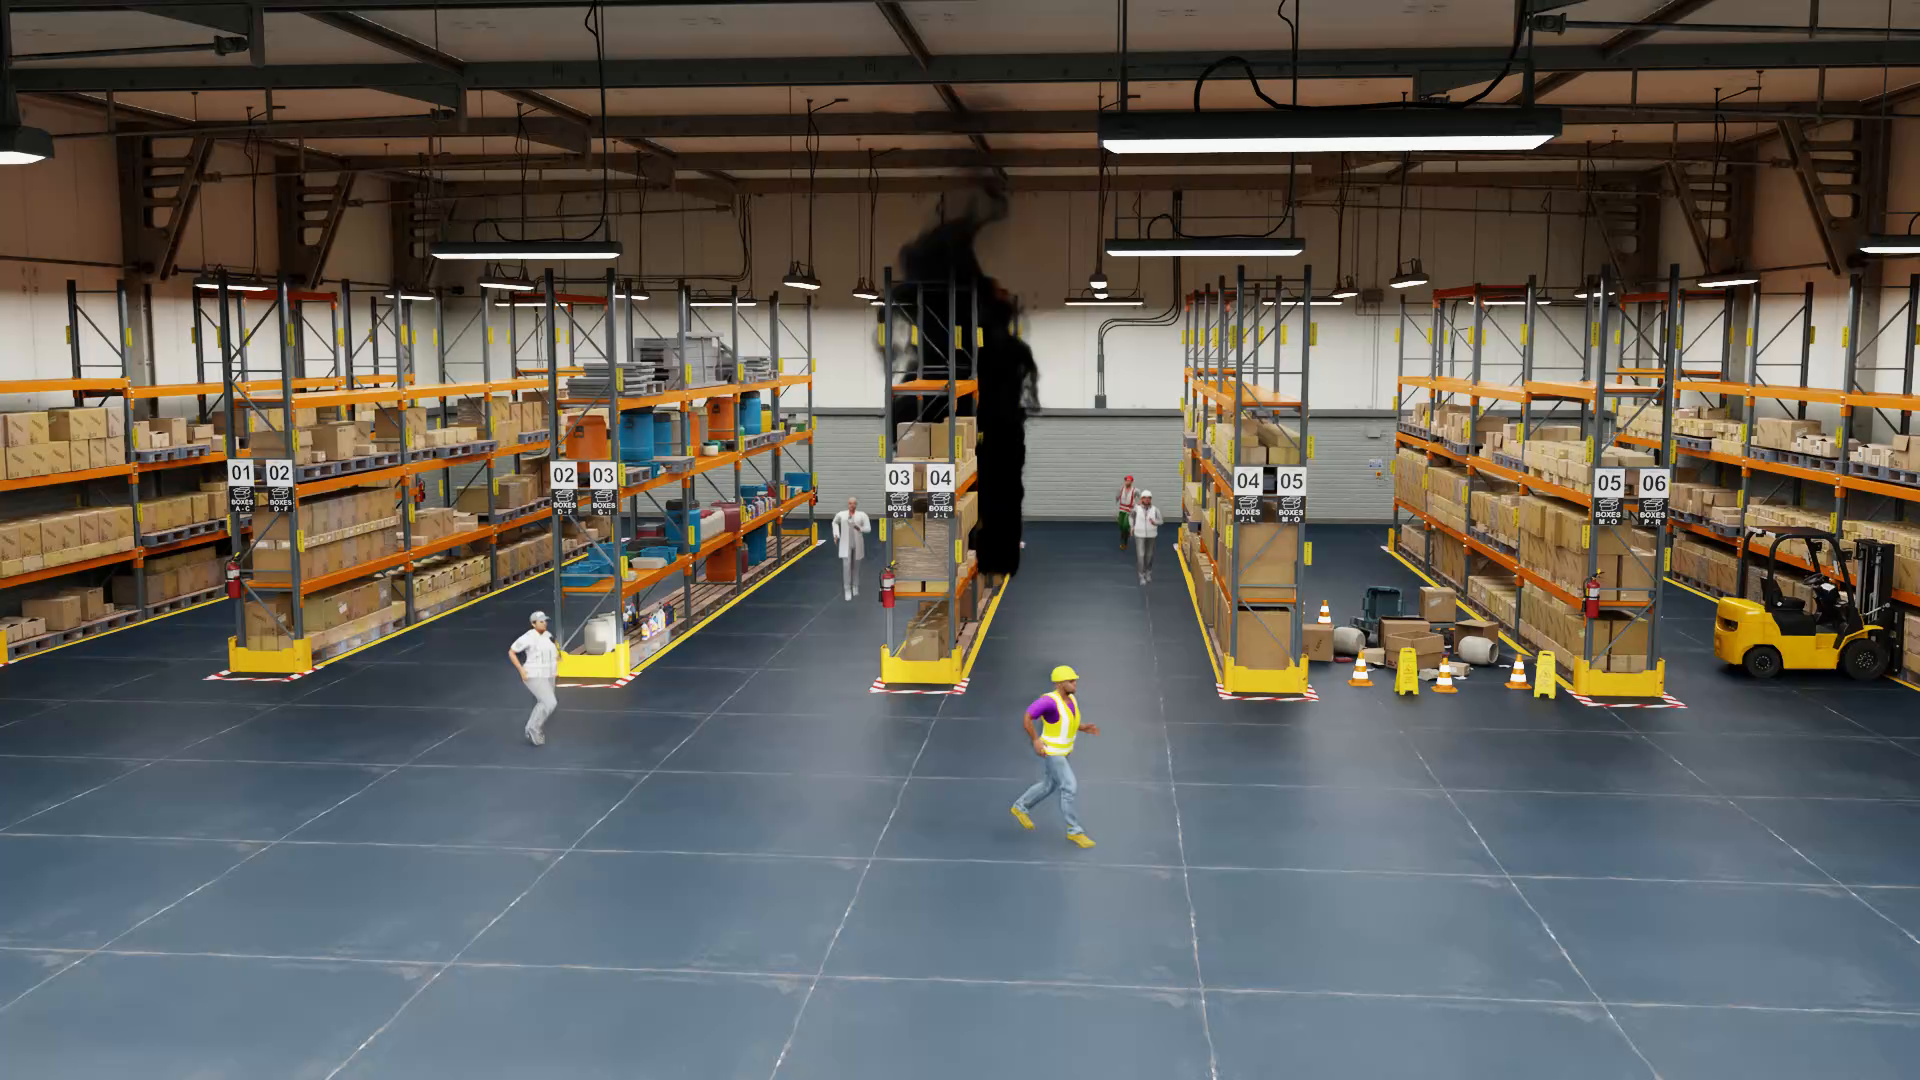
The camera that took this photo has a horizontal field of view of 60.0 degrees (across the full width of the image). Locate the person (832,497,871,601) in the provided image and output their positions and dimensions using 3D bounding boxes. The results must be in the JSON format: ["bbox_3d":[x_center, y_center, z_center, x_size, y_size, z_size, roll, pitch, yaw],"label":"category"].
[{"bbox_3d":[-1.966,0.134,30.247,0.687,1.821,0.925,-1,7,-6],"label":"person"}]

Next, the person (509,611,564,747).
[{"bbox_3d":[-5.149,1.709,20.470,0.660,1.650,0.578,3,8,24],"label":"person"}]

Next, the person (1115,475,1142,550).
[{"bbox_3d":[3.947,-0.633,39.280,0.656,1.801,0.699,4,8,33],"label":"person"}]

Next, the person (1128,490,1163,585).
[{"bbox_3d":[3.561,-0.047,31.851,0.653,1.804,0.899,0,7,2],"label":"person"}]

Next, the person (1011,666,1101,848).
[{"bbox_3d":[0.932,2.121,16.578,0.971,1.779,0.646,3,8,25],"label":"person"}]
